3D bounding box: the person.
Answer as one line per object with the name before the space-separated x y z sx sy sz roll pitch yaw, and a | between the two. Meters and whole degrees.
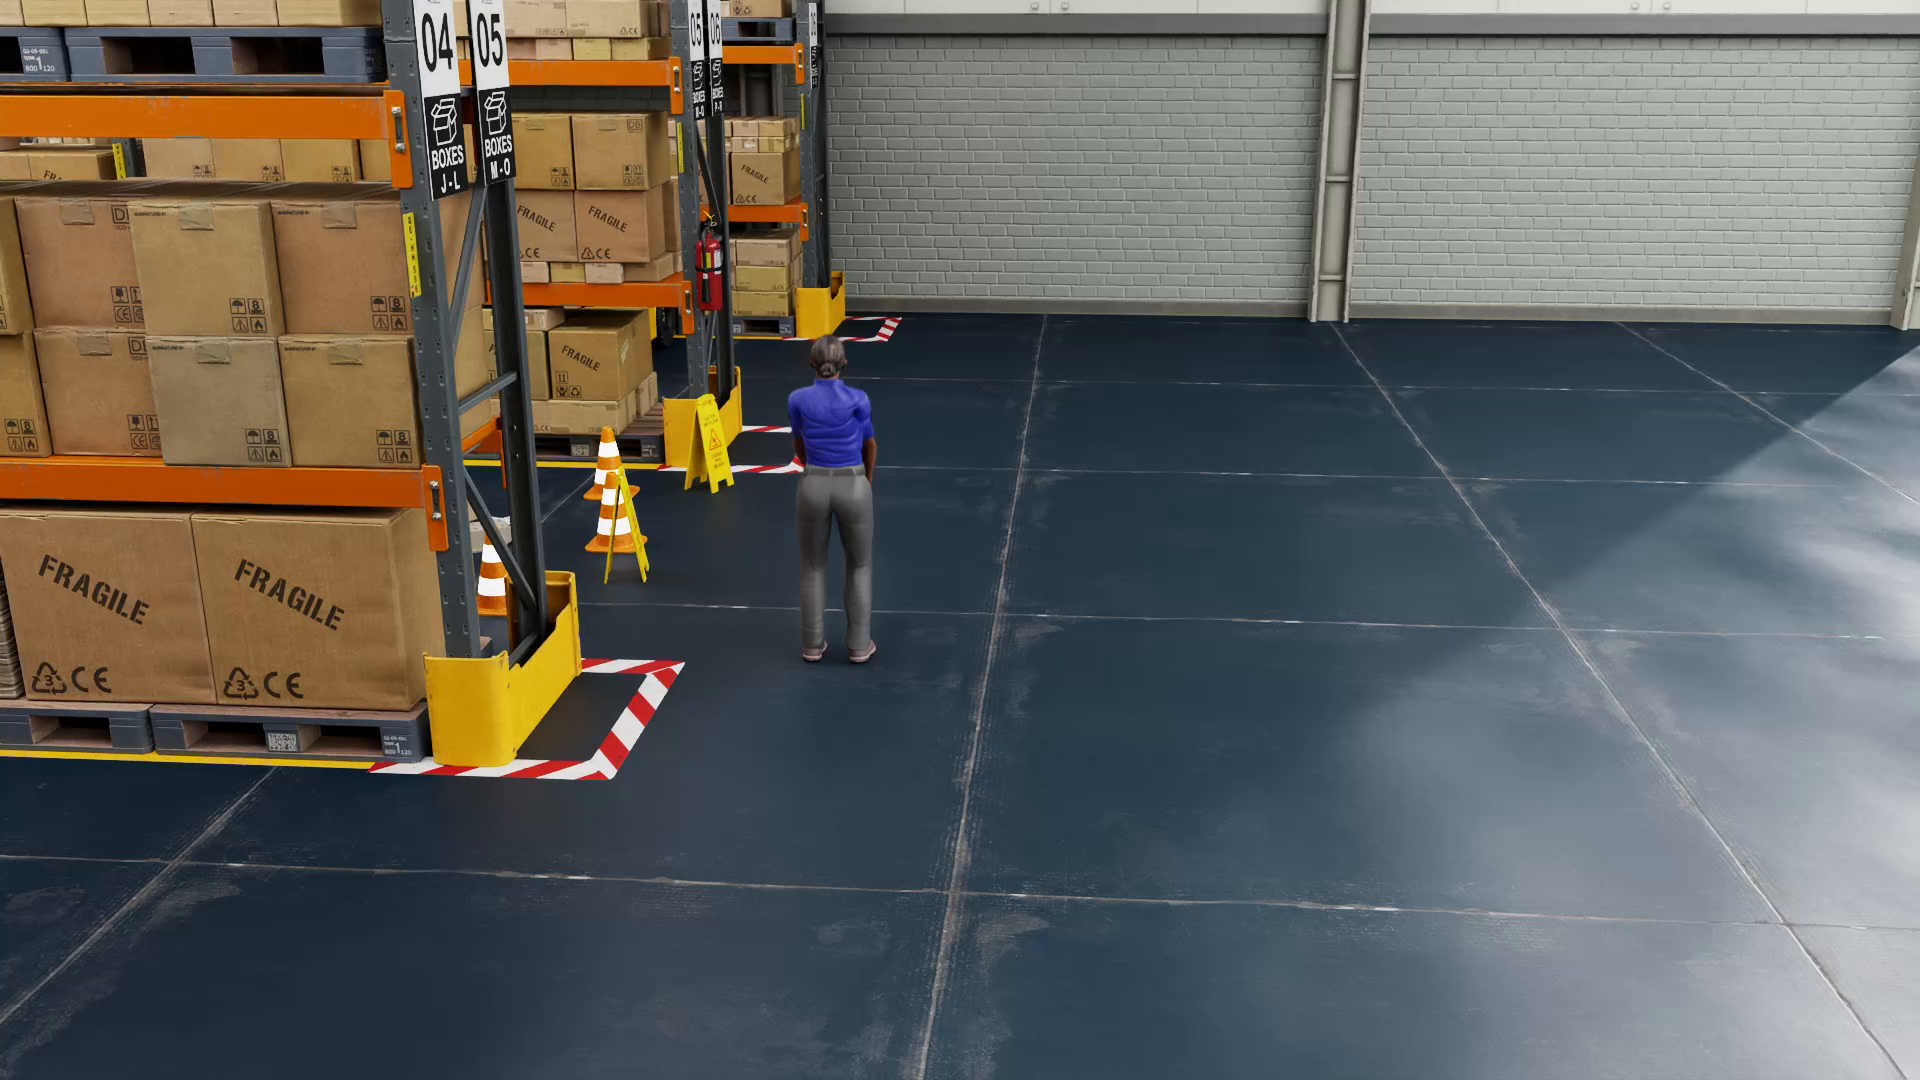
person | -0.623 -0.224 8.280 0.423 1.656 0.506 1 18 3
